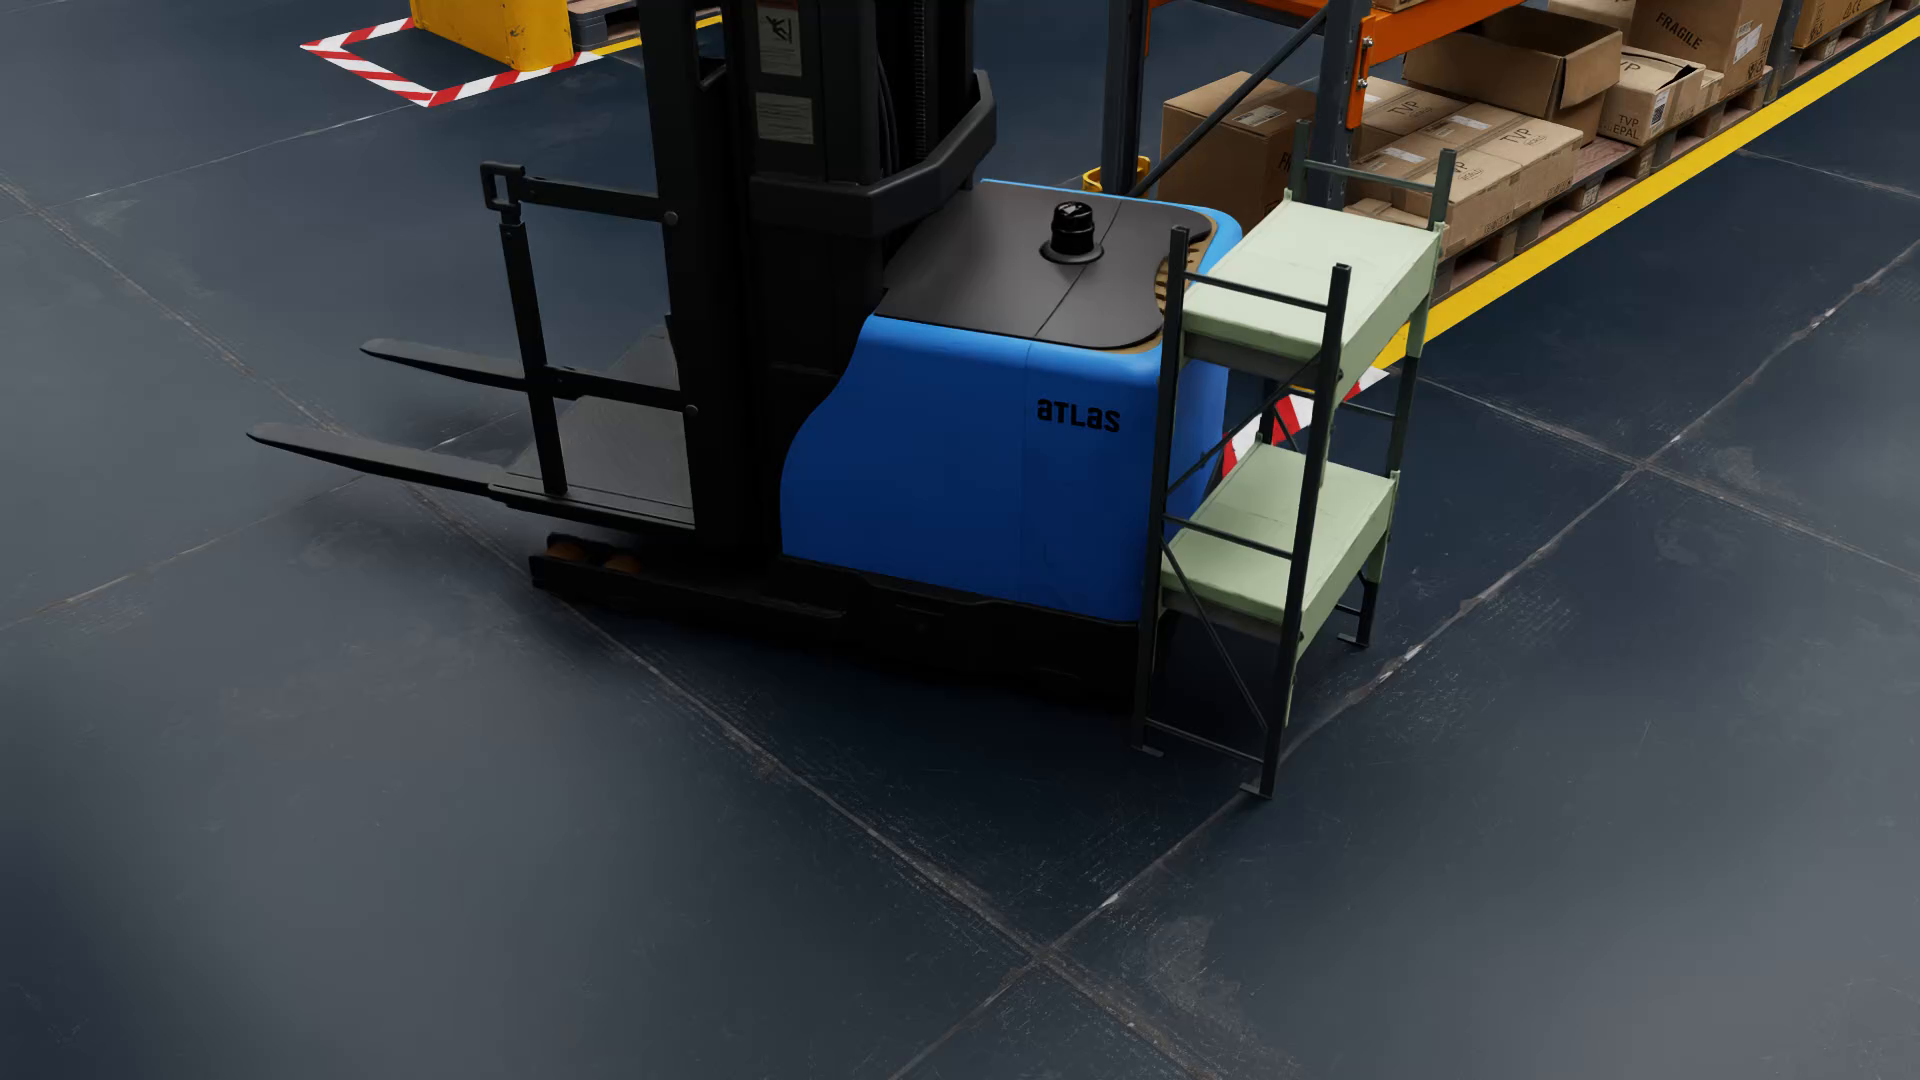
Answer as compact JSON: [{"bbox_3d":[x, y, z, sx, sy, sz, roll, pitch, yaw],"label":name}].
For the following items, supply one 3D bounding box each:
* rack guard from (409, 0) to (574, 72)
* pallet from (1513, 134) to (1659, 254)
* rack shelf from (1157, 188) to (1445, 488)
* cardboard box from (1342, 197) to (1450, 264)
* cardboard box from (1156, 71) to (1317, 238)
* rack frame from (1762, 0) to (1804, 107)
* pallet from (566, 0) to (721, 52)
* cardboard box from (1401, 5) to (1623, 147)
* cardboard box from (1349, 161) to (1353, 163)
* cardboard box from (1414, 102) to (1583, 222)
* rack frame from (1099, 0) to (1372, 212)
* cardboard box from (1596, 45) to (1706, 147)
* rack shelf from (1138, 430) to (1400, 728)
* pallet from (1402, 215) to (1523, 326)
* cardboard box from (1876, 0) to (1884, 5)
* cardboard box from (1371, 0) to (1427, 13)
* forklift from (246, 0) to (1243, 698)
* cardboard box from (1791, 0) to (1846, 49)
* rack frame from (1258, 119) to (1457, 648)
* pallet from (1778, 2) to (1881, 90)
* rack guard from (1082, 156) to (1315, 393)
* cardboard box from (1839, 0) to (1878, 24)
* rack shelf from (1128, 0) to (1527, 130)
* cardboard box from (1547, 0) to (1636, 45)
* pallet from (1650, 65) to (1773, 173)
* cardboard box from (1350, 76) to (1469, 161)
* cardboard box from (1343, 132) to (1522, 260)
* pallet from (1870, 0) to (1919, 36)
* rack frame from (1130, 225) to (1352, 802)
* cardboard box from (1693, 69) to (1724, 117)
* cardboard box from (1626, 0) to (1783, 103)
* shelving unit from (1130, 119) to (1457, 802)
[{"bbox_3d":[-2.593,-2.971,9.073,1.175,0.500,0.348,30,45,35],"label":"rack guard"},{"bbox_3d":[2.401,-1.717,7.528,1.003,0.211,1.213,30,45,35],"label":"pallet"},{"bbox_3d":[0.820,-0.505,3.981,0.431,0.370,0.720,19,39,25],"label":"rack shelf"},{"bbox_3d":[1.642,-1.165,6.390,0.380,0.166,0.250,30,45,35],"label":"cardboard box"},{"bbox_3d":[1.135,-1.489,6.563,0.500,0.500,0.500,30,45,35],"label":"cardboard box"},{"bbox_3d":[3.745,-3.637,7.843,1.000,3.000,0.127,30,45,35],"label":"rack frame"},{"bbox_3d":[-1.977,-3.187,9.635,1.003,0.211,1.213,30,45,35],"label":"pallet"},{"bbox_3d":[2.425,-2.029,7.335,0.797,0.503,0.637,30,45,35],"label":"cardboard box"},{"bbox_3d":[1.485,-1.480,6.842,0.380,0.166,0.250,30,45,35],"label":"cardboard box"},{"bbox_3d":[2.216,-1.579,6.910,0.500,0.250,0.500,30,45,35],"label":"cardboard box"},{"bbox_3d":[0.927,-2.014,5.515,1.000,3.000,0.127,30,45,35],"label":"rack frame"},{"bbox_3d":[3.017,-2.065,7.555,0.500,0.311,0.500,30,45,35],"label":"cardboard box"},{"bbox_3d":[0.820,0.082,4.391,0.431,0.370,0.720,19,39,25],"label":"rack shelf"},{"bbox_3d":[1.542,-1.225,6.822,1.003,0.211,1.213,30,45,35],"label":"pallet"},{"bbox_3d":[4.984,-3.312,9.177,0.500,0.500,0.500,-29,44,-35],"label":"cardboard box"},{"bbox_3d":[1.427,-2.129,5.592,0.500,0.500,0.500,-29,44,-35],"label":"cardboard box"},{"bbox_3d":[-0.761,-1.266,4.503,3.031,2.935,1.130,11,36,15],"label":"forklift"},{"bbox_3d":[4.259,-2.891,8.573,0.500,0.500,0.500,27,43,33],"label":"cardboard box"},{"bbox_3d":[1.007,-0.365,4.463,0.400,1.500,0.023,19,39,25],"label":"rack frame"},{"bbox_3d":[4.292,-2.839,9.136,1.003,0.211,1.213,30,45,35],"label":"pallet"},{"bbox_3d":[0.981,-1.019,6.274,1.175,0.500,0.348,30,45,35],"label":"rack guard"},{"bbox_3d":[4.627,-3.112,8.890,0.500,0.500,0.500,-29,44,-35],"label":"cardboard box"},{"bbox_3d":[2.336,-2.530,6.885,1.077,0.370,4.000,30,45,35],"label":"rack shelf"},{"bbox_3d":[3.296,-2.632,8.367,0.500,0.311,0.500,30,45,35],"label":"cardboard box"},{"bbox_3d":[3.261,-2.215,8.242,1.003,0.211,1.213,30,45,35],"label":"pallet"},{"bbox_3d":[1.826,-1.760,7.170,0.500,0.250,0.500,30,45,35],"label":"cardboard box"},{"bbox_3d":[1.864,-1.376,6.619,0.500,0.250,0.500,30,45,35],"label":"cardboard box"},{"bbox_3d":[5.151,-3.337,9.850,1.003,0.211,1.213,30,45,35],"label":"pallet"},{"bbox_3d":[0.634,-0.005,3.946,0.400,1.500,0.023,19,39,25],"label":"rack frame"},{"bbox_3d":[3.324,-2.126,7.785,0.380,0.149,0.250,30,45,35],"label":"cardboard box"},{"bbox_3d":[3.545,-2.447,7.937,0.500,0.500,0.500,30,45,35],"label":"cardboard box"},{"bbox_3d":[0.820,-0.185,4.204,0.431,1.500,0.755,19,39,25],"label":"shelving unit"}]
